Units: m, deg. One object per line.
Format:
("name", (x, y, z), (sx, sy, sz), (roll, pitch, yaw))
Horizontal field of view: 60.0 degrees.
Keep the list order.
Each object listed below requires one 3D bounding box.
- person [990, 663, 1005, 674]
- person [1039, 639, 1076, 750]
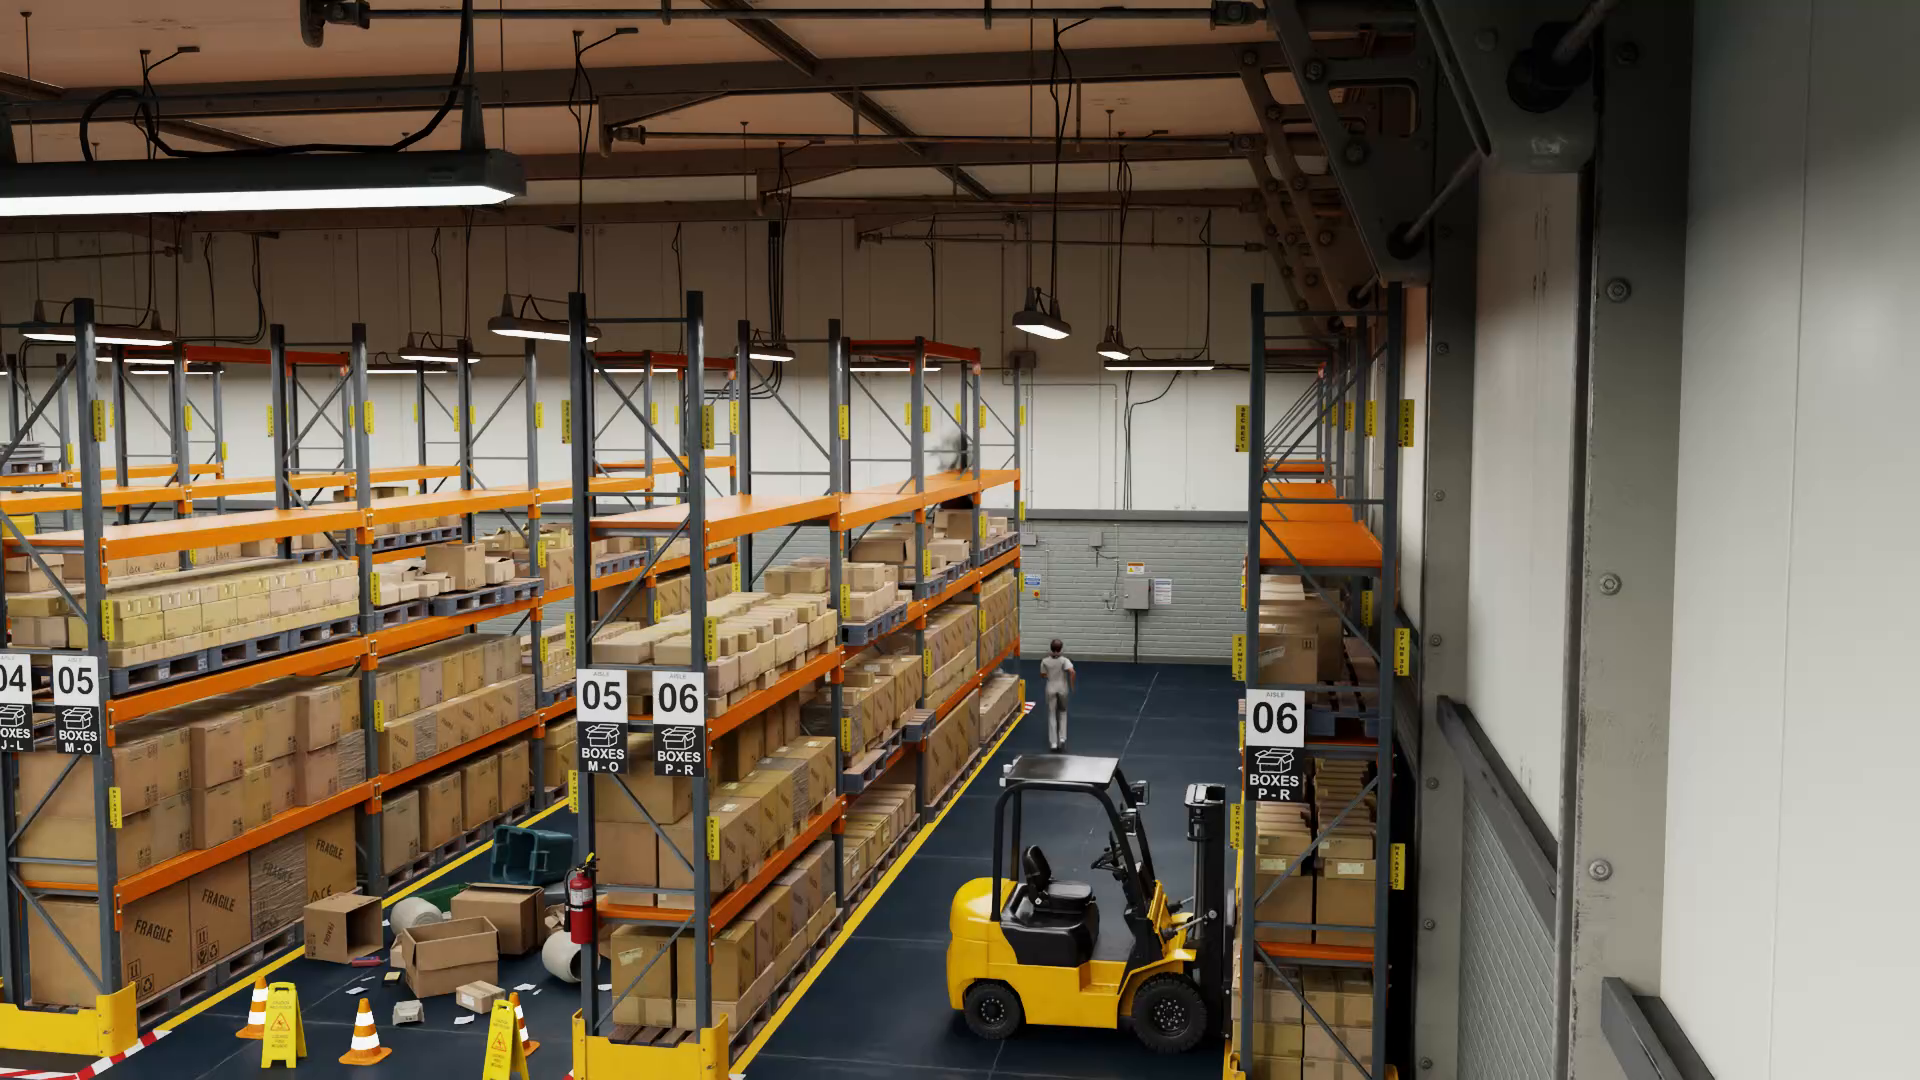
("person", (0.603, 1.928, 29.689), (0.581, 1.698, 0.777), (4, 6, 38))
("person", (1.452, 2.333, 24.829), (0.532, 1.725, 0.753), (0, 5, 2))
